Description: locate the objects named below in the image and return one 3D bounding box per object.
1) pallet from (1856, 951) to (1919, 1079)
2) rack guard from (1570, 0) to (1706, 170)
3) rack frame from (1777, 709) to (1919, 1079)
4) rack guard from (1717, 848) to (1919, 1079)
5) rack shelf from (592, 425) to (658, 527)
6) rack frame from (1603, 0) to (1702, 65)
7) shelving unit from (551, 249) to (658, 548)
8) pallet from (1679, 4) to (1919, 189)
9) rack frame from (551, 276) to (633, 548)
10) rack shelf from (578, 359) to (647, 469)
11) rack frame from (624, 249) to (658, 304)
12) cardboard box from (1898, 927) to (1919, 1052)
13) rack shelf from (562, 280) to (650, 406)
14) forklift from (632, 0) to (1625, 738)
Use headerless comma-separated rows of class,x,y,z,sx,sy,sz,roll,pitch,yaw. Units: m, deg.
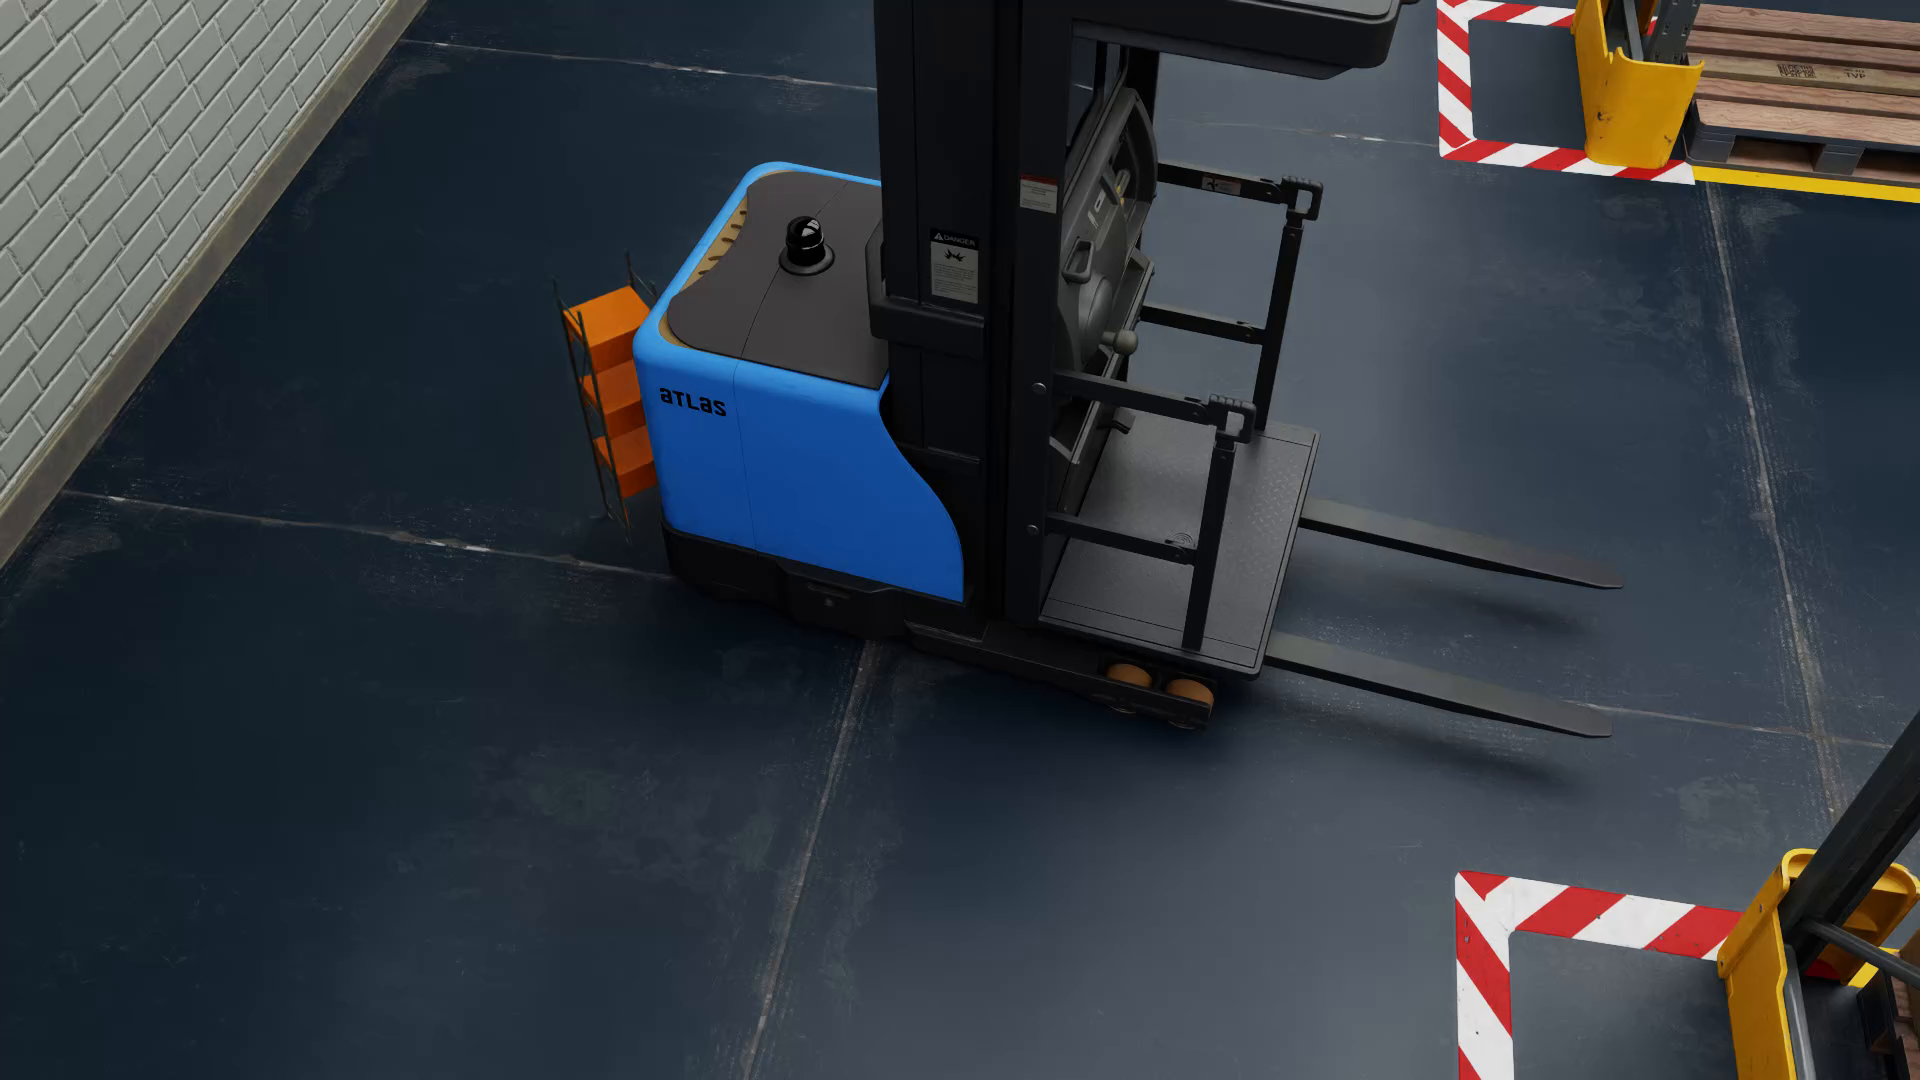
pallet,2.996,1.619,4.154,1.213,0.211,1.003,8,49,7
rack guard,2.995,-2.211,7.401,0.348,0.500,1.175,8,49,7
rack frame,2.136,0.572,3.219,0.127,3.000,1.000,8,49,7
rack guard,2.211,1.418,4.140,0.348,0.500,1.175,8,49,7
rack shelf,-1.083,-0.245,5.652,0.240,0.259,0.215,-26,53,-22
rack frame,3.021,-3.053,6.477,0.127,3.000,1.000,8,49,7
shelving unit,-1.083,-0.438,5.437,0.252,1.050,0.215,-26,53,-22
pallet,3.825,-1.984,7.390,1.213,0.211,1.003,8,49,7
rack frame,-1.185,-0.388,5.392,0.008,1.050,0.200,-26,53,-22
rack shelf,-1.083,-0.431,5.445,0.240,0.259,0.215,-26,53,-22
rack frame,-0.982,-0.488,5.482,0.008,1.050,0.200,-26,53,-22
cardboard box,2.715,1.152,4.083,0.500,0.500,0.500,8,49,7
rack shelf,-1.084,-0.621,5.235,0.240,0.259,0.215,-26,53,-22
forklift,0.596,-0.834,4.529,3.031,2.935,1.130,14,50,12
